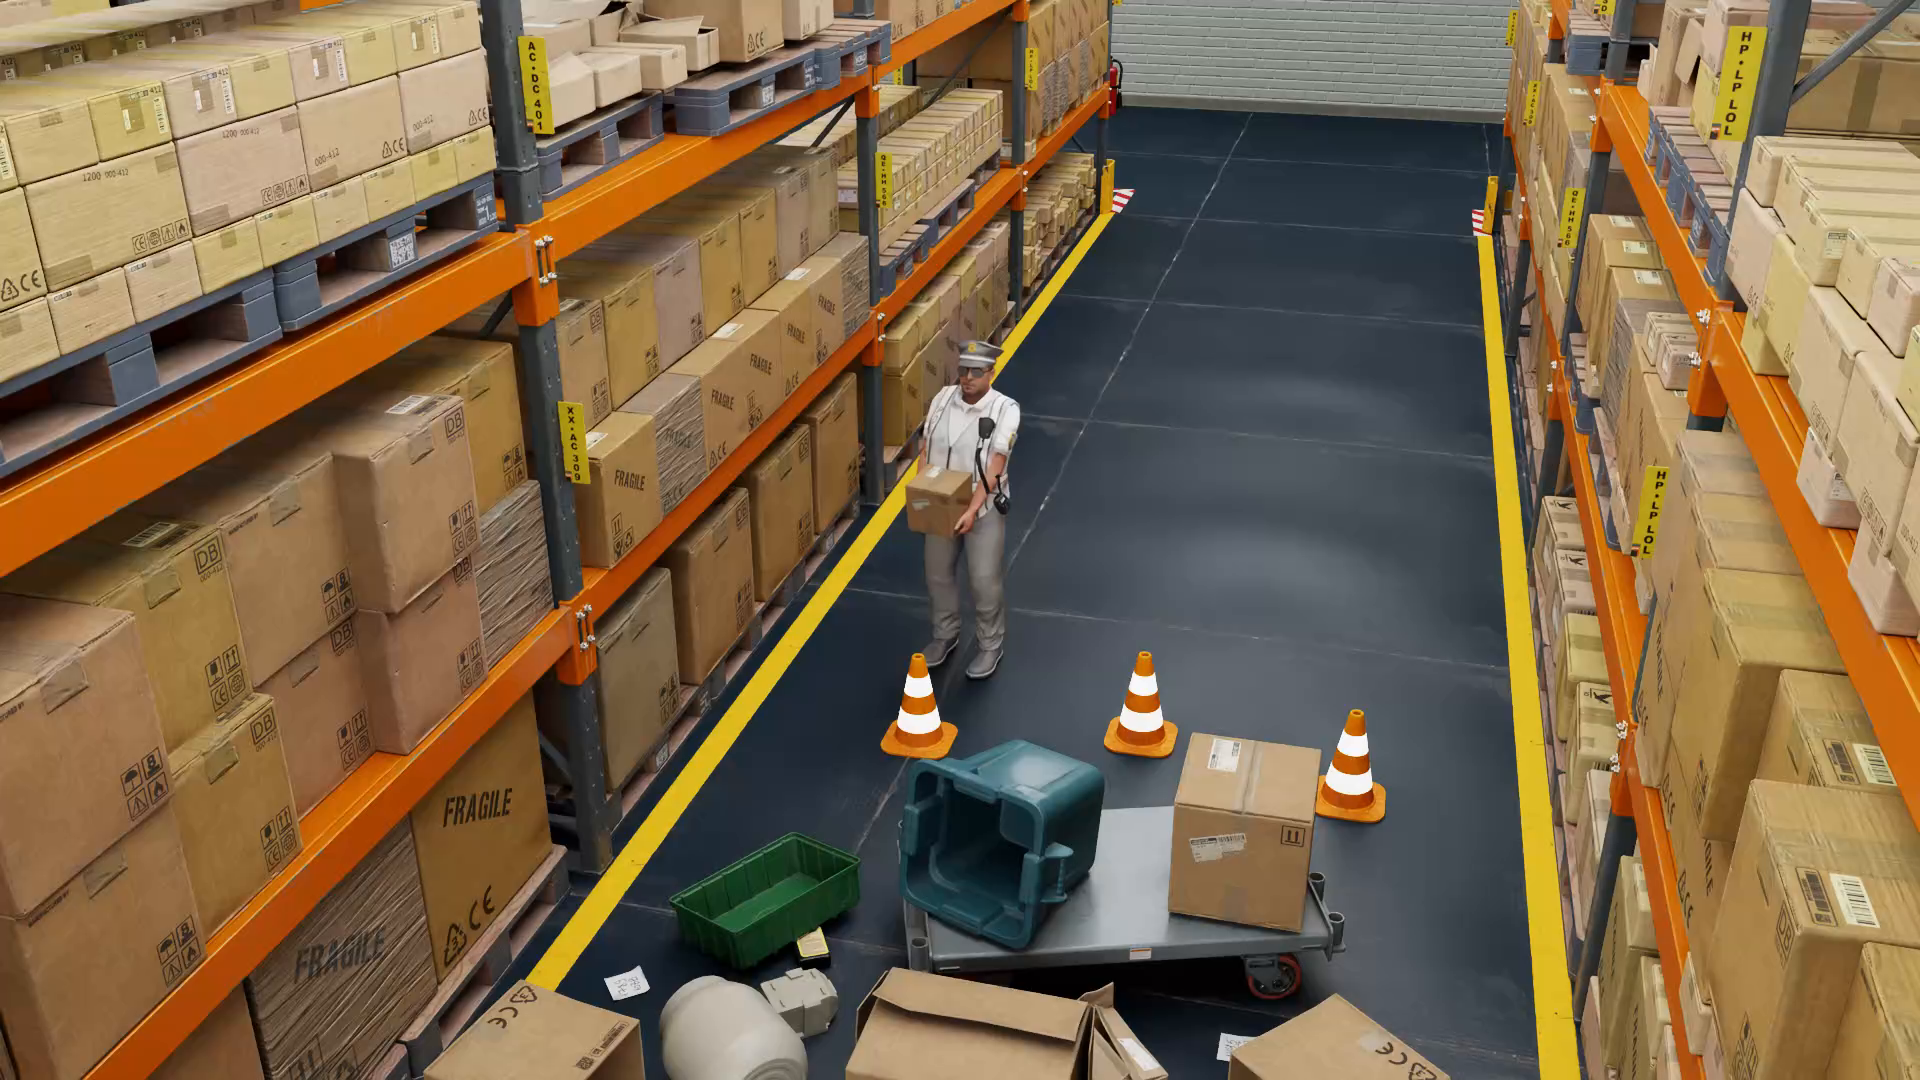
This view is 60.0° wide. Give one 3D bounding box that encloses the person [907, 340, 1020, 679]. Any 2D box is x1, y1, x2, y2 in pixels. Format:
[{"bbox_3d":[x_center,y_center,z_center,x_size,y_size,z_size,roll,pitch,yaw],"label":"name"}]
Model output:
[{"bbox_3d":[0.009,-0.143,8.382,0.494,1.767,0.572,12,28,25],"label":"person"}]
